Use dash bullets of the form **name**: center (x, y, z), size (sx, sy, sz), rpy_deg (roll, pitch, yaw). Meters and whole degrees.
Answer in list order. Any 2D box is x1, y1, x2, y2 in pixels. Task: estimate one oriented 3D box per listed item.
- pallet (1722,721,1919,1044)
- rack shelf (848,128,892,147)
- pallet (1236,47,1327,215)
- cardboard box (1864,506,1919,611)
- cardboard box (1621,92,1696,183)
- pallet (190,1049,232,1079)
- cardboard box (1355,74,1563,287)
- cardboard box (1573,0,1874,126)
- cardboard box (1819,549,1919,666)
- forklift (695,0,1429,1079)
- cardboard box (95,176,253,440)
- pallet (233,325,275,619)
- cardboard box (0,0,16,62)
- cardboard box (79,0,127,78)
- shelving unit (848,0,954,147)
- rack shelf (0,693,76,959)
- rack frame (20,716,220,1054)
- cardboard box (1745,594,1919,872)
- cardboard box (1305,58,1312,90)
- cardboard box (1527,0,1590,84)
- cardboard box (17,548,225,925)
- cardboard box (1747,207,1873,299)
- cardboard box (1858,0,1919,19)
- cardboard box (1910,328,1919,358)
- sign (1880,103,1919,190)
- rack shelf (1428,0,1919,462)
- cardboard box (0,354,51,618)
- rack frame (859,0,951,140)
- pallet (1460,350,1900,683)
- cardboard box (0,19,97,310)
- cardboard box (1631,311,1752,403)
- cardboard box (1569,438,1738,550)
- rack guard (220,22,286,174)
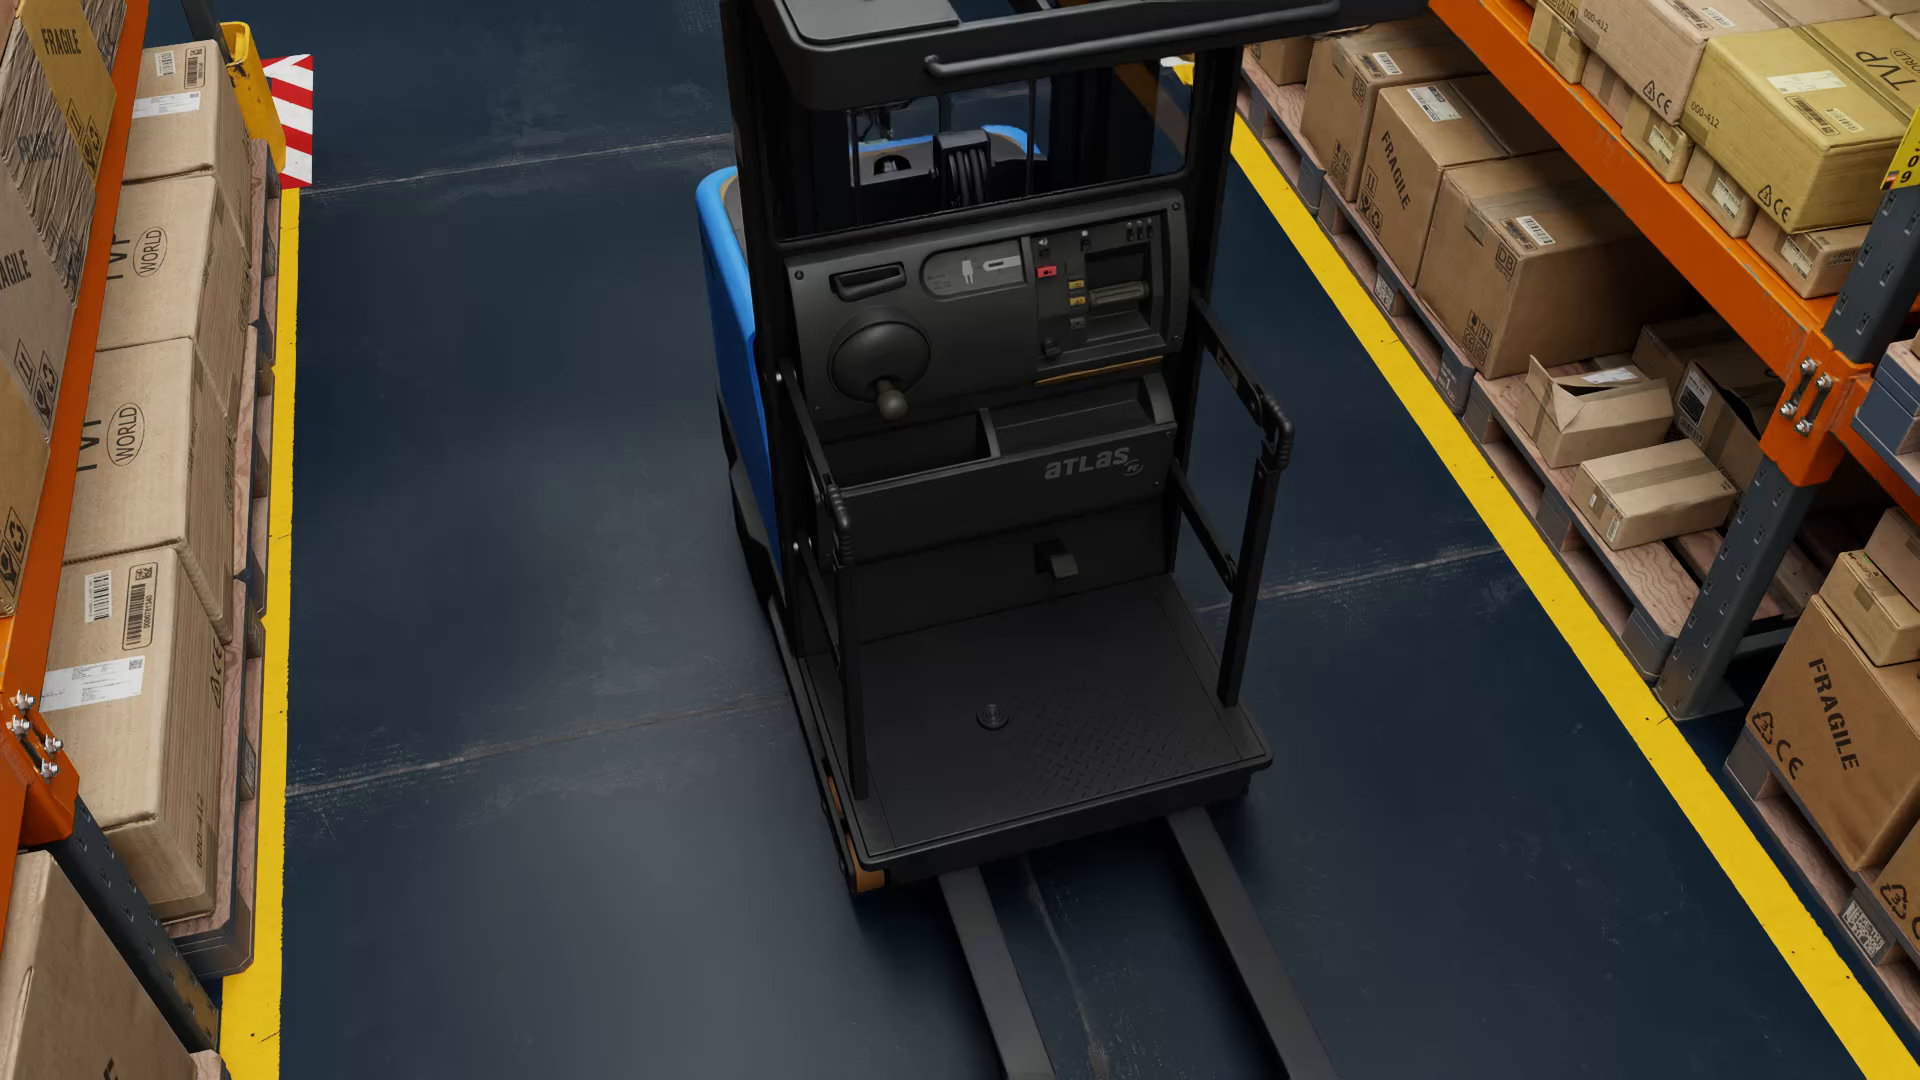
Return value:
- **pallet**: center (2.747, 0.872, 4.248), size (1.003, 0.211, 1.213), rpy_deg (-11, 47, -10)
- **rack shelf**: center (-0.330, -1.023, 5.659), size (0.431, 0.370, 0.720), rpy_deg (-12, 47, -12)
- **pallet**: center (1.703, -1.842, 6.907), size (1.003, 0.211, 1.213), rpy_deg (-11, 47, -10)
- **cardboard box**: center (2.395, 0.023, 3.921), size (0.380, 0.149, 0.250), rpy_deg (-11, 47, -11)
- **cardboard box**: center (1.999, -1.096, 4.400), size (0.380, 0.149, 0.250), rpy_deg (-10, 46, -9)
- **pallet**: center (-2.025, 1.746, 3.391), size (1.003, 0.211, 1.213), rpy_deg (-11, 47, -10)
- **cardboard box**: center (1.763, -1.272, 5.853), size (0.500, 0.500, 0.500), rpy_deg (-10, 46, -10)
- **cardboard box**: center (1.993, -1.361, 4.380), size (0.500, 0.250, 0.500), rpy_deg (-11, 47, -10)
- **cardboard box**: center (2.337, 0.138, 4.016), size (0.380, 0.149, 0.250), rpy_deg (-9, 46, -8)
- **forklift**: center (0.143, -0.434, 3.623), size (1.130, 2.935, 3.031), rpy_deg (-12, 47, -12)
- **cardboard box**: center (-2.811, -0.693, 5.329), size (0.875, 0.438, 0.875), rpy_deg (-10, 46, -9)
- **pallet**: center (-2.730, -0.156, 5.255), size (1.003, 0.211, 1.213), rpy_deg (-11, 47, -10)
- **cardboard box**: center (-2.426, -1.212, 3.568), size (0.500, 0.500, 0.500), rpy_deg (-10, 46, -10)
- **cardboard box**: center (-2.685, -1.558, 4.607), size (0.500, 0.500, 0.500), rpy_deg (-9, 46, -9)
- **shelving unit**: center (-0.330, -1.251, 5.426), size (0.431, 1.500, 0.755), rpy_deg (-12, 47, -12)
- **rack shelf**: center (-1.783, 1.884, 1.807), size (1.077, 0.370, 4.000), rpy_deg (-11, 47, -10)
- **rack frame**: center (-2.295, 0.251, 2.904), size (1.000, 3.000, 0.127), rpy_deg (-11, 47, -10)
- **cardboard box**: center (2.408, 0.444, 4.171), size (0.500, 0.500, 0.500), rpy_deg (-9, 46, -9)
- **cardboard box**: center (1.614, -1.830, 6.645), size (0.380, 0.149, 0.250), rpy_deg (-12, 47, -12)
- **cardboard box**: center (1.865, -1.453, 4.750), size (0.380, 0.149, 0.250), rpy_deg (-11, 47, -11)
- **cardboard box**: center (-2.352, 0.548, 4.113), size (0.875, 0.438, 0.875), rpy_deg (-11, 47, -11)
- **cardboard box**: center (2.176, -0.745, 4.056), size (0.380, 0.149, 0.250), rpy_deg (-10, 46, -10)
- **cardboard box**: center (2.501, -1.447, 4.464), size (0.500, 0.250, 0.500), rpy_deg (-11, 47, -11)
- **cardboard box**: center (2.410, -0.466, 3.242), size (0.700, 0.500, 0.500), rpy_deg (-10, 46, -9)
- **sign**: center (1.980, -0.857, 3.384), size (0.100, 0.325, 0.005), rpy_deg (-11, 47, -10)
- **rack shelf**: center (1.990, -1.788, 5.406), size (1.077, 0.370, 4.000), rpy_deg (-11, 47, -10)
- **cardboard box**: center (-2.162, -0.156, 3.232), size (0.500, 0.500, 0.500), rpy_deg (-9, 46, -9)
- **rack frame**: center (-0.222, -1.001, 5.181), size (0.400, 1.500, 0.023), rpy_deg (-12, 47, -12)
- **pallet**: center (2.327, -0.157, 5.256), size (1.003, 0.211, 1.213), rpy_deg (-11, 47, -10)
- **cardboard box**: center (-2.408, -0.848, 3.911), size (0.500, 0.500, 0.500), rpy_deg (-10, 47, -10)
- **cardboard box**: center (2.450, -0.607, 5.447), size (0.380, 0.149, 0.250), rpy_deg (-11, 47, -11)
- **cardboard box**: center (2.076, -0.139, 4.988), size (0.380, 0.149, 0.250), rpy_deg (-12, 47, -12)
- **rack guard**: center (-3.325, -1.652, 6.519), size (1.175, 0.500, 0.348), rpy_deg (-11, 47, -10)
